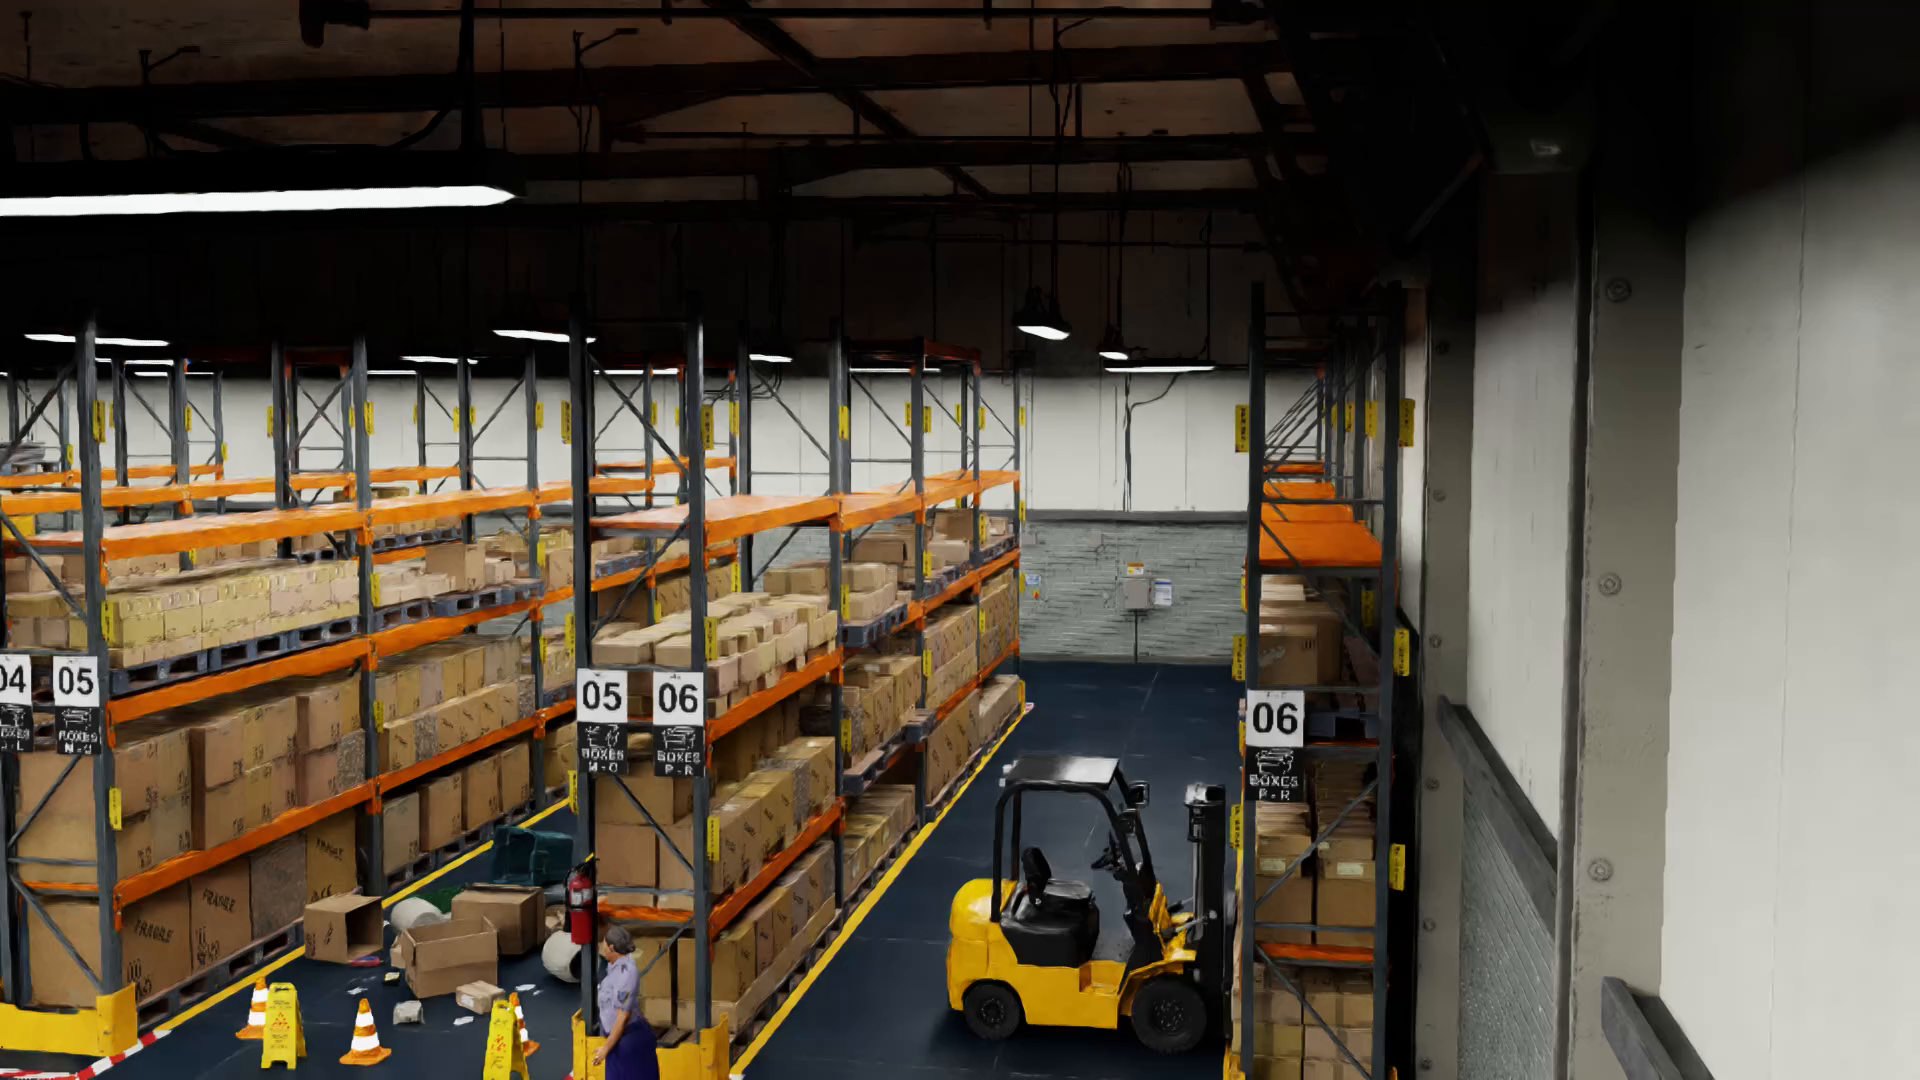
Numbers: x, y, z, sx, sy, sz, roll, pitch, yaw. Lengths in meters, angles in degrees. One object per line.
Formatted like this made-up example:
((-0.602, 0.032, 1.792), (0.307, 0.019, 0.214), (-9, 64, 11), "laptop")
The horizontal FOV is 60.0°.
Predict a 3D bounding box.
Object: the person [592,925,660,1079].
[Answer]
((-2.229, 3.439, 11.360), (0.685, 1.633, 0.518), (-1, 5, -18), "person")
